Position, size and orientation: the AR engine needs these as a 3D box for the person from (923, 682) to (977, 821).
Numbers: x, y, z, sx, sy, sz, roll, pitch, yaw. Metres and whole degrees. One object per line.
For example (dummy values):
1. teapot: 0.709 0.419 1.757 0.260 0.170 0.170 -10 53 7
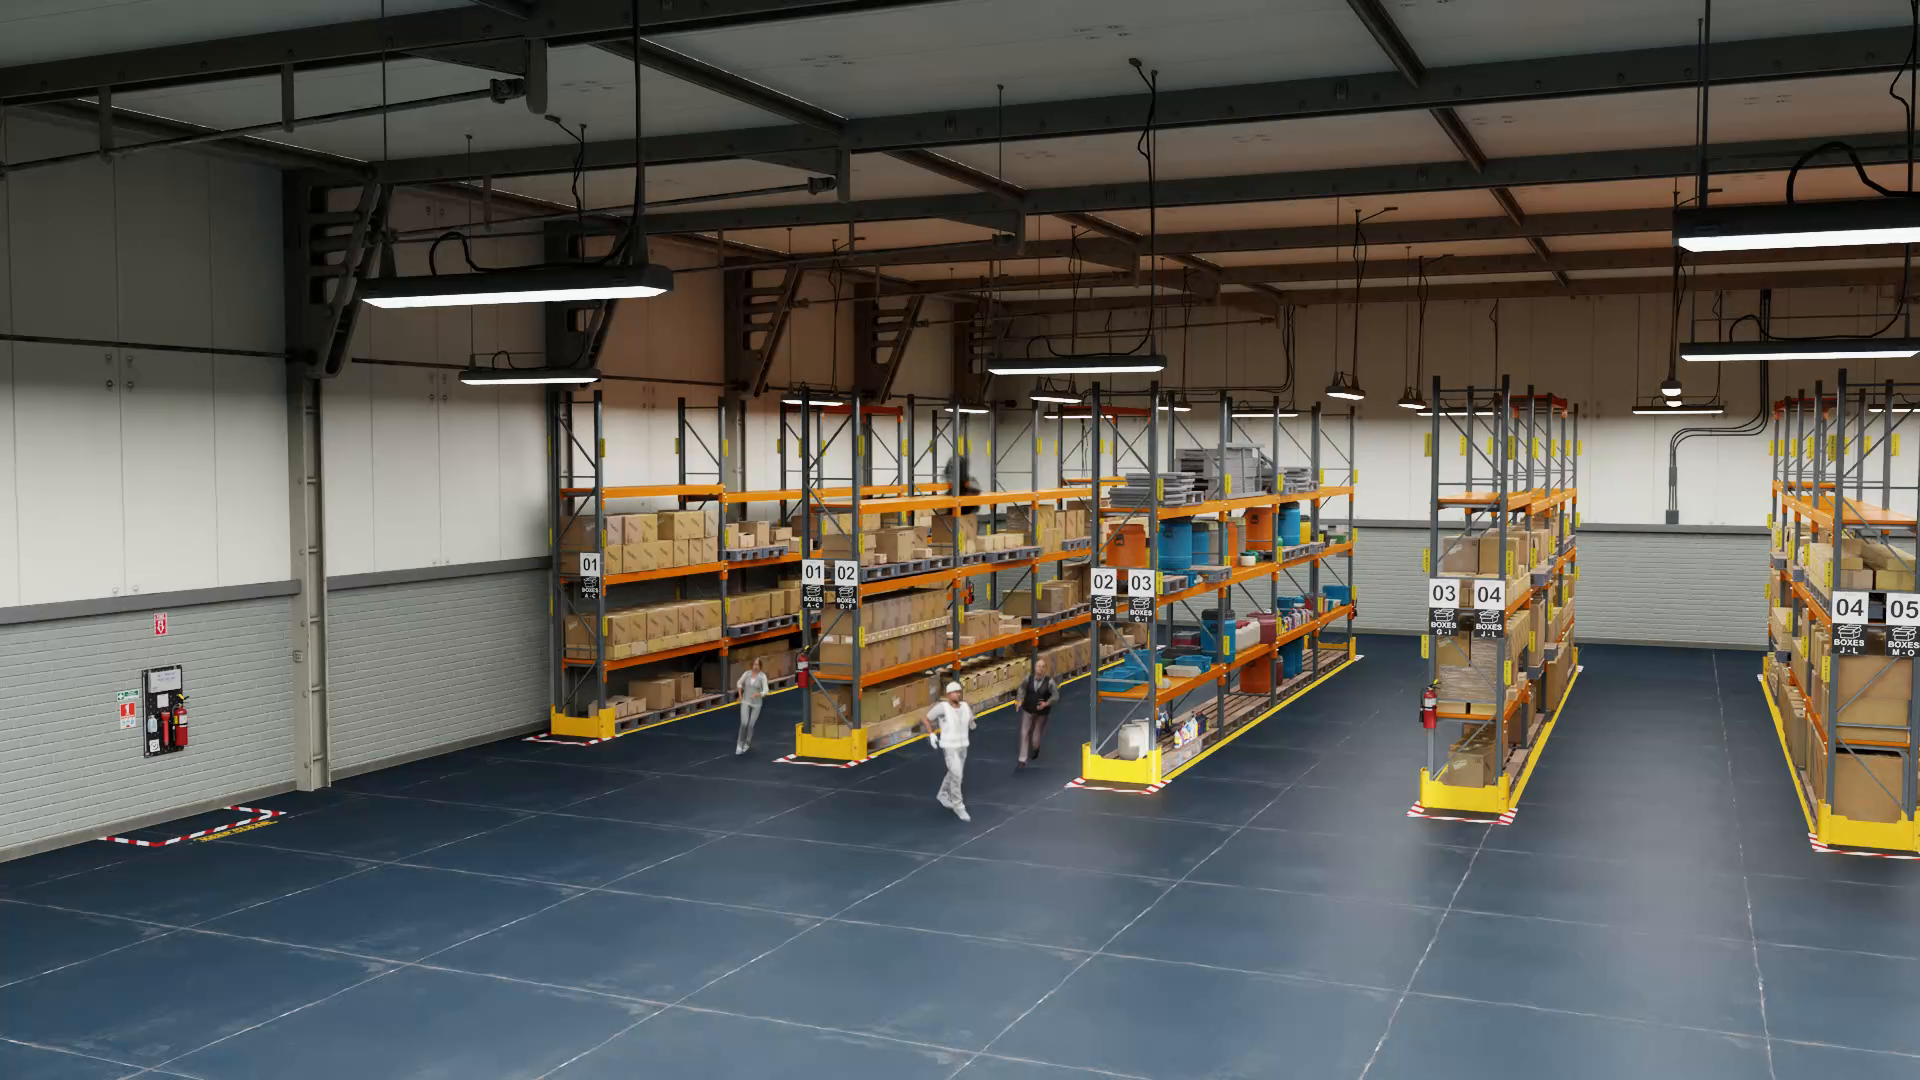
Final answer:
1. person: -0.083 2.843 22.646 0.672 1.826 0.857 -3 4 -41

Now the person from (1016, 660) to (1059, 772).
1. person: 1.216 2.726 26.078 0.697 1.701 0.860 1 3 13

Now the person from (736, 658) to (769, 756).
1. person: -3.405 2.718 27.210 0.544 1.593 0.625 0 3 -8
